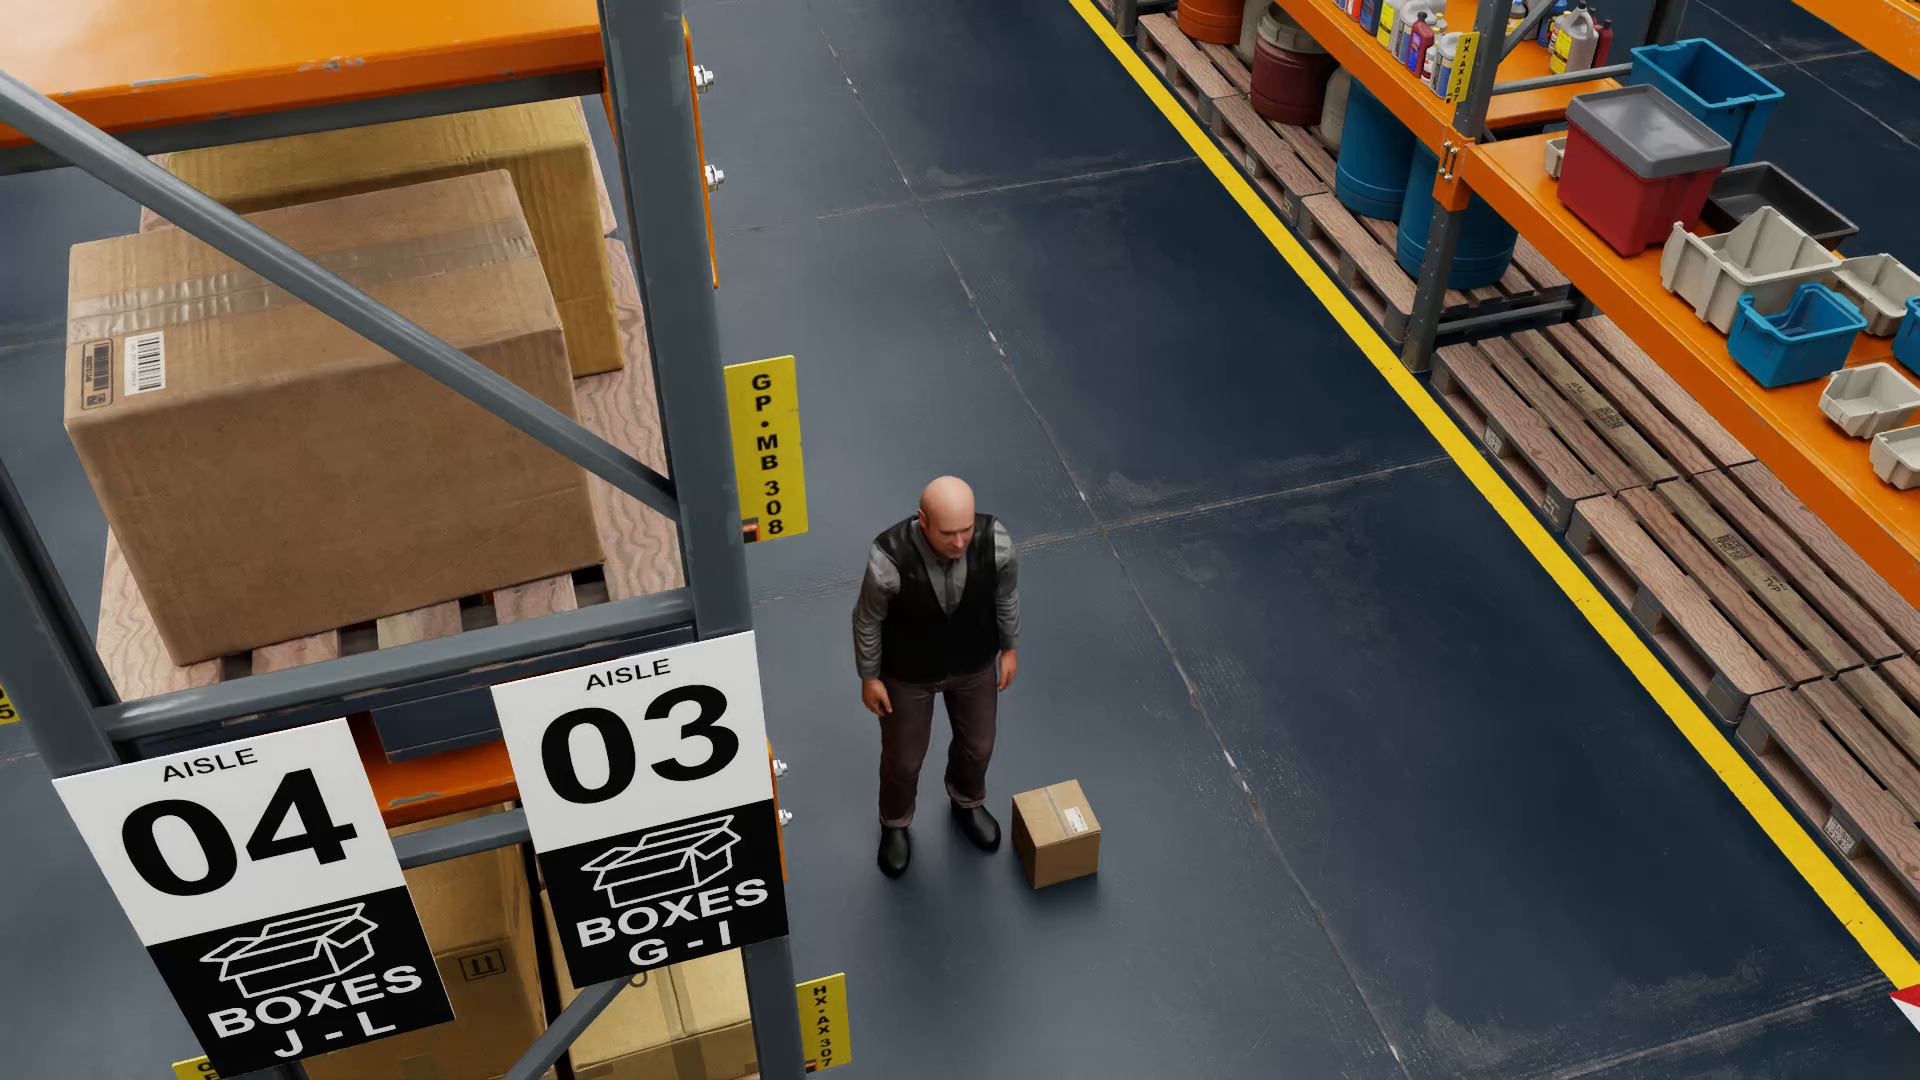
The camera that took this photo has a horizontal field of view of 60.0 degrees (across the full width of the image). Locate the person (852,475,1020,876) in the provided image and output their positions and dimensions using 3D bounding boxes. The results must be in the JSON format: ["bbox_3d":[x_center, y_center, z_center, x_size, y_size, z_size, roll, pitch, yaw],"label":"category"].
[{"bbox_3d":[-0.078,0.420,5.711,0.578,1.720,0.418,-13,43,-14],"label":"person"}]
